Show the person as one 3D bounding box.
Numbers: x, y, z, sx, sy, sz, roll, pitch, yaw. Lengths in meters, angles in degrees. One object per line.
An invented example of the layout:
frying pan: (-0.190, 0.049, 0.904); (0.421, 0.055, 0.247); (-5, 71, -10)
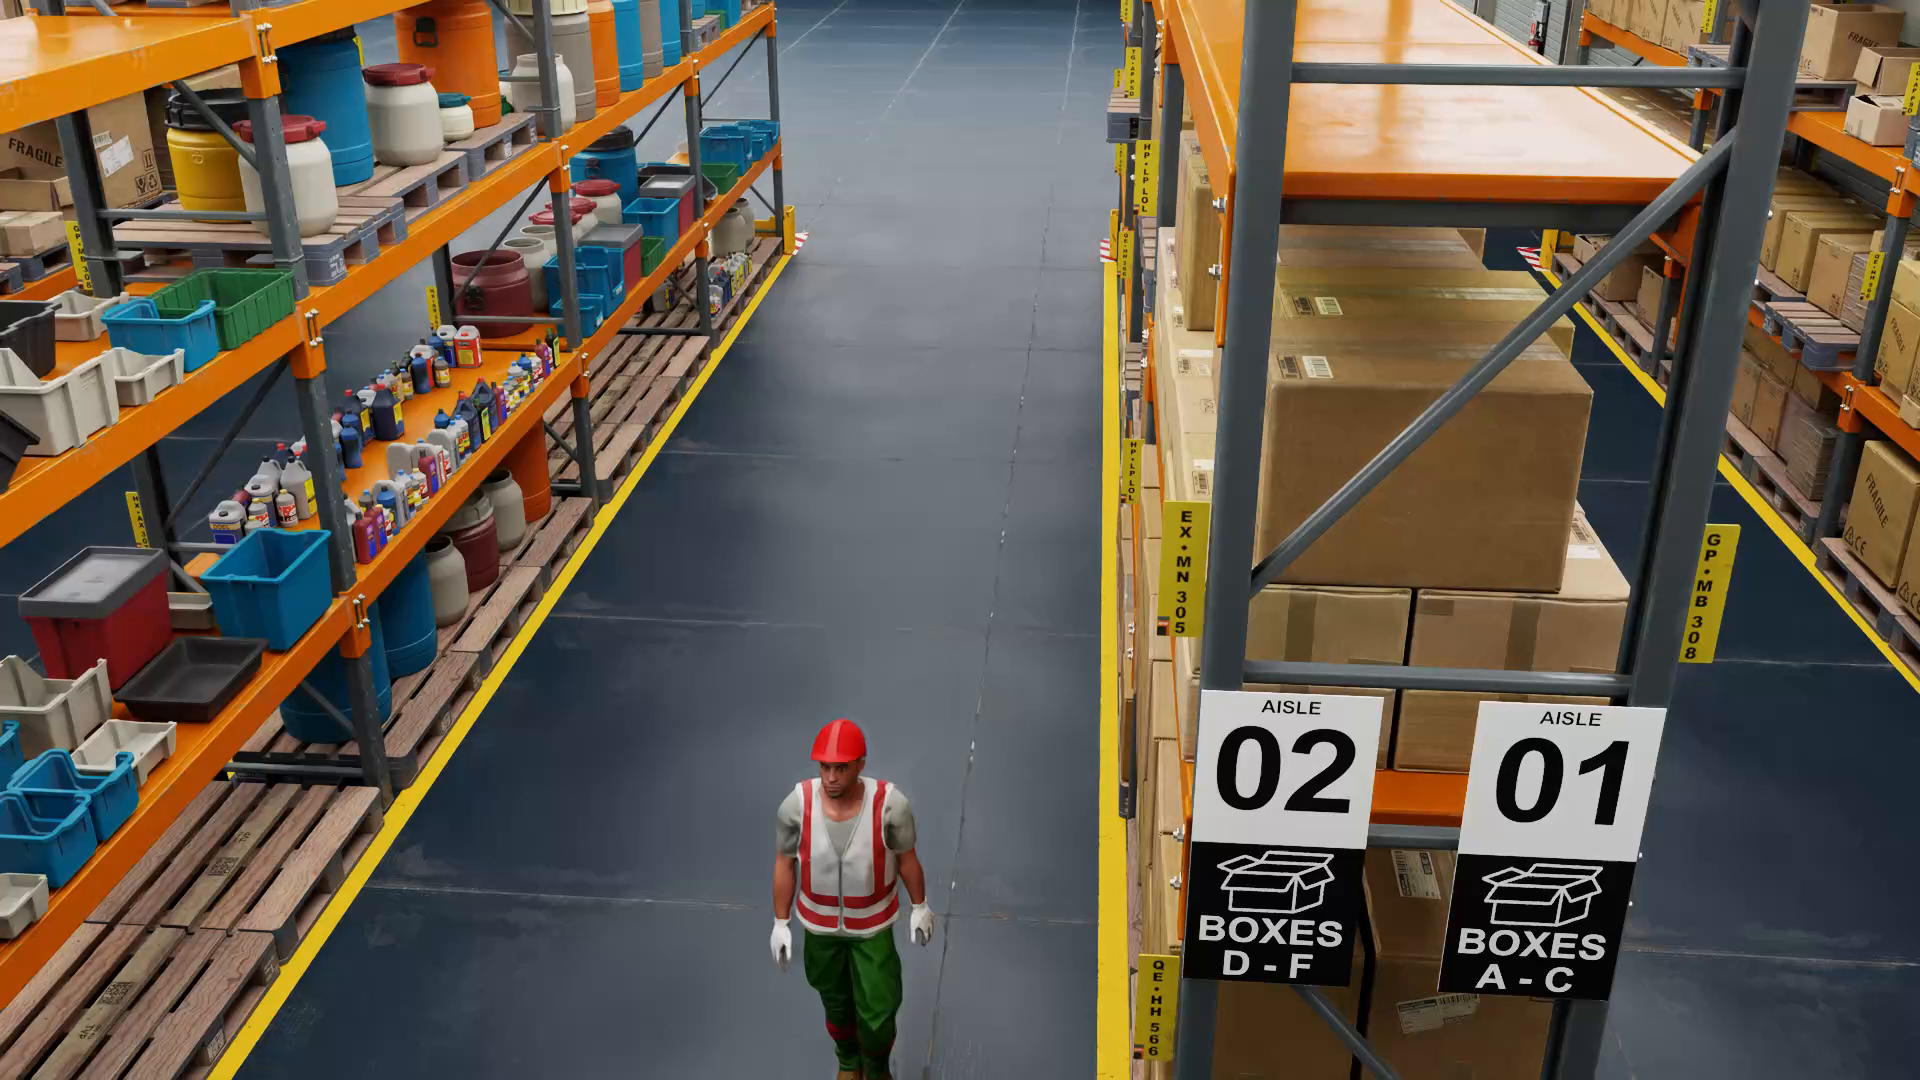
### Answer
person: (-0.428, 1.533, 6.549); (0.630, 1.810, 0.491); (2, 24, 5)
